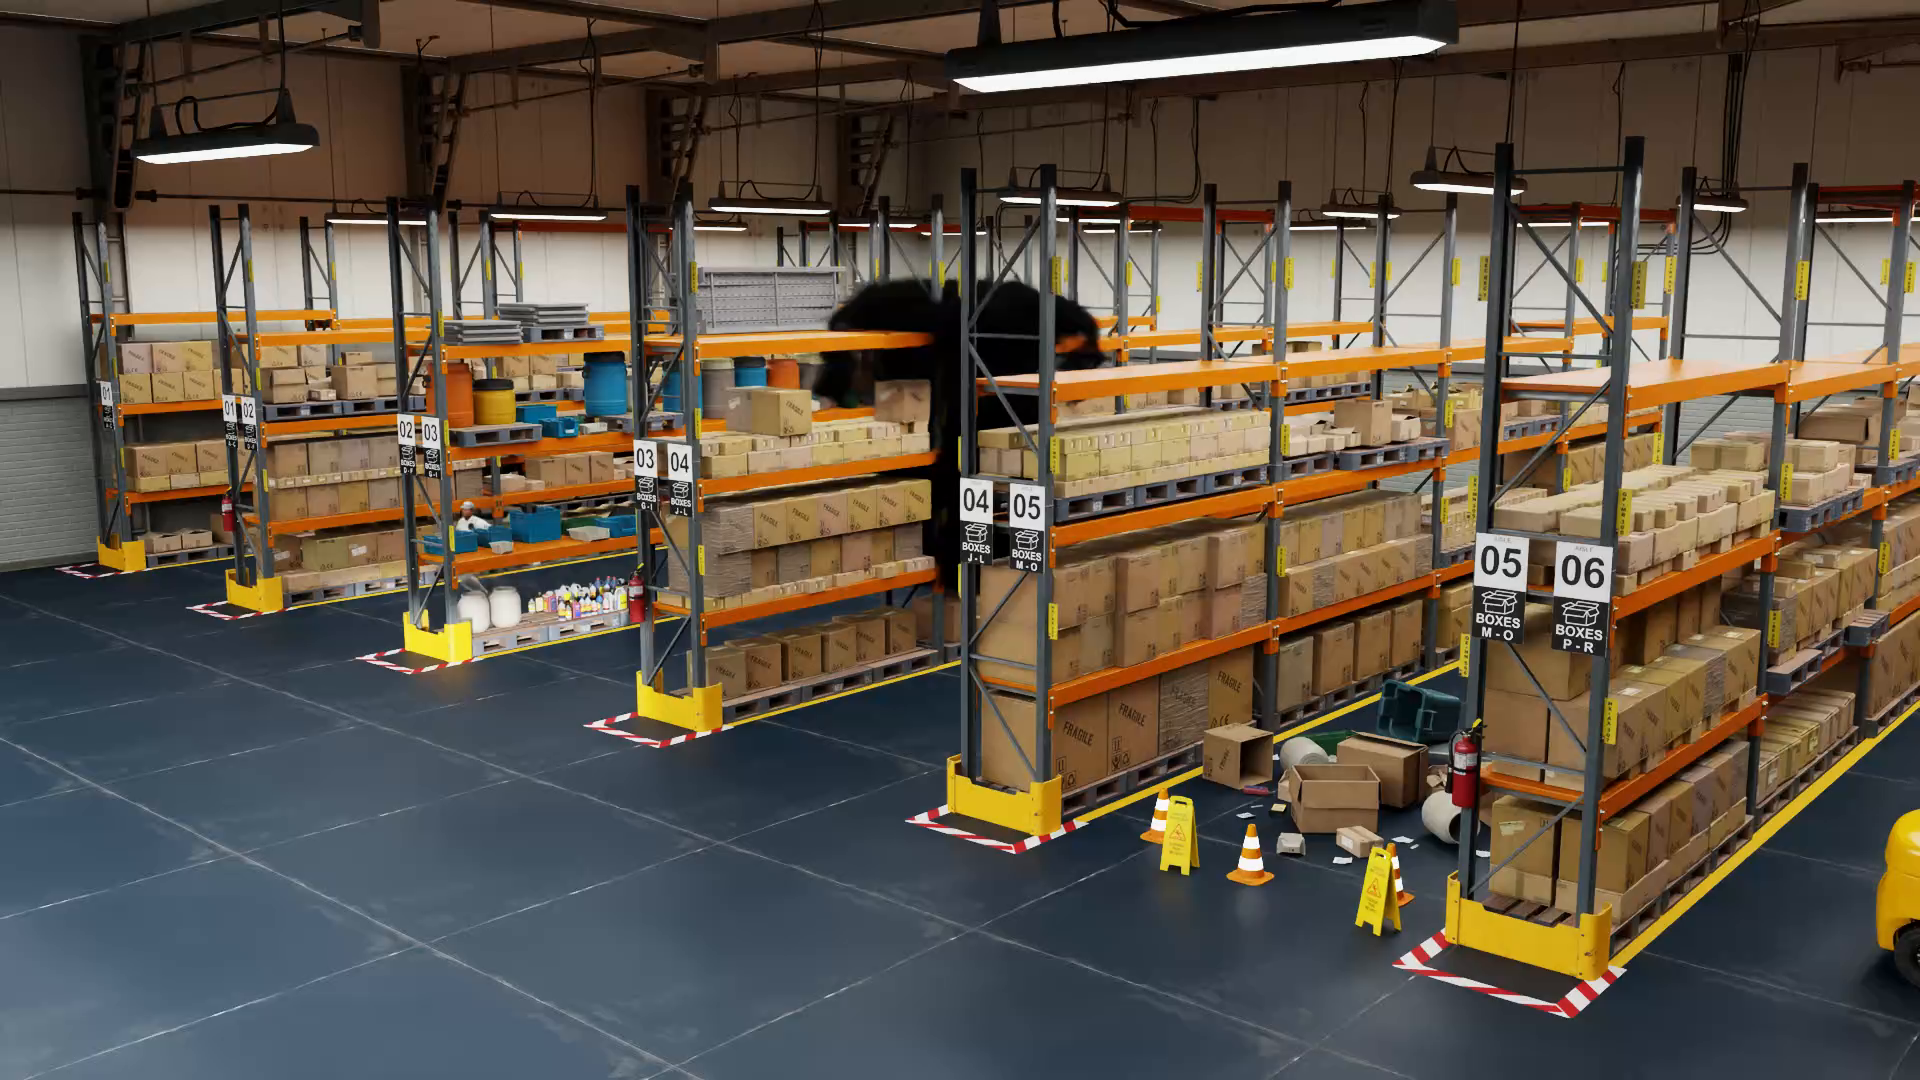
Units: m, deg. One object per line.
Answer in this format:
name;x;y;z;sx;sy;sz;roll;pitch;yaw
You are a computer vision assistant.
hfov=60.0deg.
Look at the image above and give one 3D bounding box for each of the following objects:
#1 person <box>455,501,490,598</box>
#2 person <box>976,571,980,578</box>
person;-7.344;0.232;24.887;0.587;1.630;0.615;5;11;29
person;0.426;-0.314;26.212;0.711;1.758;0.738;6;11;32
